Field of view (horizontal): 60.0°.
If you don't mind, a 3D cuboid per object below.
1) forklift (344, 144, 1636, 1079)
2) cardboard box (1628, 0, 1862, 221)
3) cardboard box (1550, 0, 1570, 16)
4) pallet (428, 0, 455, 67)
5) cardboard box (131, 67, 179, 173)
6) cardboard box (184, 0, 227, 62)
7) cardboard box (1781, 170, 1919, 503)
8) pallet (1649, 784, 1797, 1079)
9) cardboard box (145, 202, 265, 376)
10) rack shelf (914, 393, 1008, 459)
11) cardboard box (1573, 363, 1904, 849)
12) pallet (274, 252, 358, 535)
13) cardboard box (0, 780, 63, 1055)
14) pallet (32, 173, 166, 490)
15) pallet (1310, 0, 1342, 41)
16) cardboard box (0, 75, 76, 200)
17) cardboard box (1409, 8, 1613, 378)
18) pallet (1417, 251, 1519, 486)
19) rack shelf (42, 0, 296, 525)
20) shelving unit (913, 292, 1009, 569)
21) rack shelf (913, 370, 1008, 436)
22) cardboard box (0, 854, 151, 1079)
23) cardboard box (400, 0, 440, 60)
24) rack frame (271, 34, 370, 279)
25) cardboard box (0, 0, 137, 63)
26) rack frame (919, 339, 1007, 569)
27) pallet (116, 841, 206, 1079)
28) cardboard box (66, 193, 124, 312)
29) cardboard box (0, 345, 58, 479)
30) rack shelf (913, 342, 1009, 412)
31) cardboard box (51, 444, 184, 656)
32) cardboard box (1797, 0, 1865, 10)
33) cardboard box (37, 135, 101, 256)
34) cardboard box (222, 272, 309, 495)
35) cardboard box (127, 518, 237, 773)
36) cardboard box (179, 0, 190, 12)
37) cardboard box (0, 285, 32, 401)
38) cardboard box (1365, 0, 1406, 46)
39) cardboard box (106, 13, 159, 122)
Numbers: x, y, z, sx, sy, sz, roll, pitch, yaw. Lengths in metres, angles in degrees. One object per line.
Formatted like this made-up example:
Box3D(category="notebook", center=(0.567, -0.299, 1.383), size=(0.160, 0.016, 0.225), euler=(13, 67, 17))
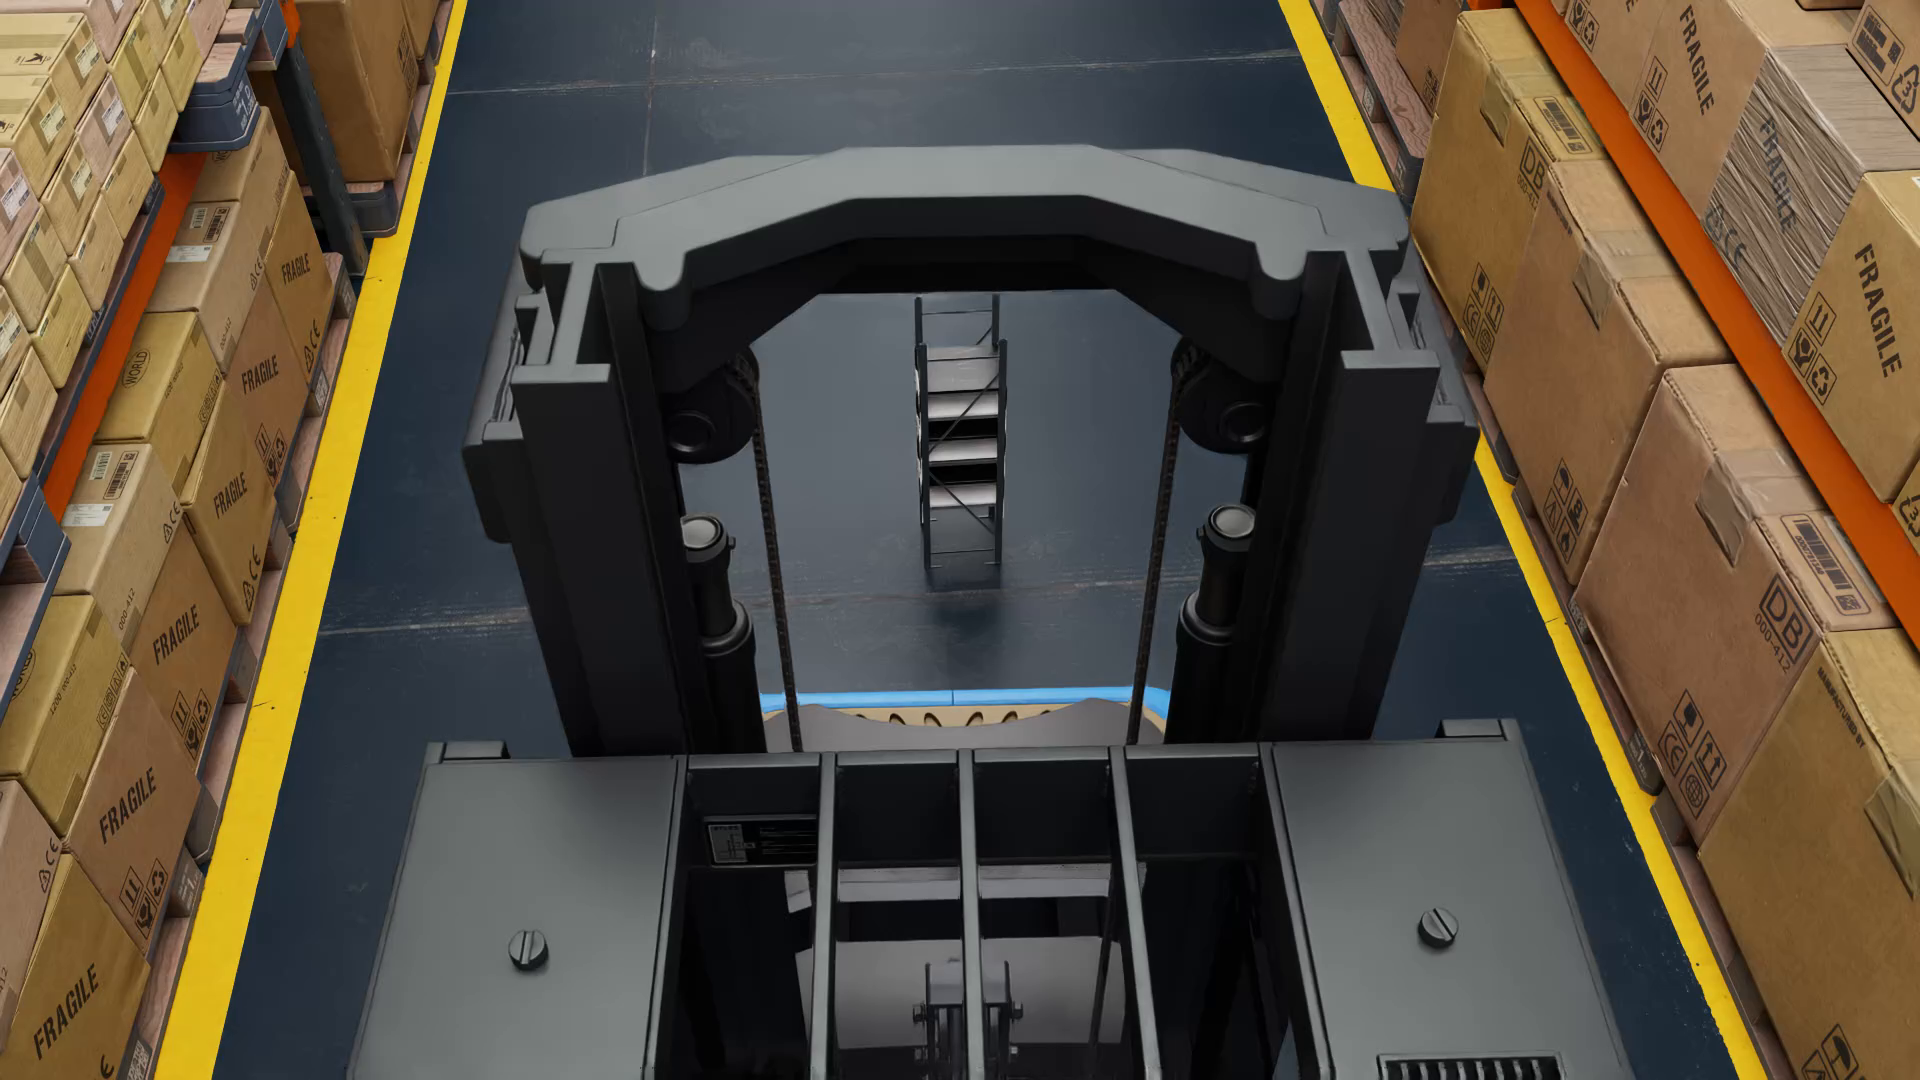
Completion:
Box3D(category="forklift", center=(0.024, 1.115, 2.175), size=(1.130, 2.935, 3.031), euler=(-1, 47, -1))
Box3D(category="cardboard box", center=(2.100, -1.168, 4.221), size=(0.500, 0.500, 0.500), euler=(-4, 47, -4))
Box3D(category="cardboard box", center=(2.008, -1.911, 4.925), size=(0.500, 0.500, 0.500), euler=(-2, 47, -2))
Box3D(category="pallet", center=(-2.802, -2.514, 7.485), size=(1.003, 0.211, 1.213), euler=(-3, 47, -3))
Box3D(category="cardboard box", center=(-2.131, -1.005, 4.020), size=(0.380, 0.149, 0.250), euler=(-5, 47, -5))
Box3D(category="cardboard box", center=(-2.172, -1.380, 4.375), size=(0.380, 0.149, 0.250), euler=(-3, 47, -3))
Box3D(category="cardboard box", center=(2.177, -0.443, 3.535), size=(0.500, 0.500, 0.500), euler=(-4, 47, -4))
Box3D(category="pallet", center=(2.434, 1.054, 4.106), size=(1.003, 0.211, 1.213), euler=(-3, 47, -3))
Box3D(category="cardboard box", center=(-2.340, -0.716, 4.778), size=(0.500, 0.250, 0.500), euler=(-3, 47, -3))
Box3D(category="rack shelf", center=(0.001, -0.343, 4.877), size=(0.258, 0.077, 0.200), euler=(-3, 47, -3))
Box3D(category="cardboard box", center=(2.425, 0.127, 4.238), size=(1.225, 0.875, 0.875), euler=(-5, 47, -5))
Box3D(category="pallet", center=(-2.648, -0.492, 5.571), size=(1.003, 0.211, 1.213), euler=(-3, 47, -3))
Box3D(category="cardboard box", center=(-2.176, 0.784, 3.358), size=(0.500, 0.250, 0.500), euler=(-5, 47, -5))
Box3D(category="pallet", center=(-2.506, -0.521, 3.810), size=(1.003, 0.211, 1.213), euler=(-3, 47, -3))
Box3D(category="pallet", center=(2.076, -2.732, 7.692), size=(1.003, 0.211, 1.213), euler=(-3, 47, -3))
Box3D(category="cardboard box", center=(-2.087, -0.829, 3.443), size=(0.380, 0.149, 0.250), euler=(-2, 47, -2))
Box3D(category="cardboard box", center=(2.276, -1.158, 5.455), size=(1.225, 0.875, 0.875), euler=(-5, 47, -5))
Box3D(category="pallet", center=(2.230, -0.711, 5.778), size=(1.003, 0.211, 1.213), euler=(-3, 47, -3))
Box3D(category="rack shelf", center=(-2.545, -0.322, 3.985), size=(1.077, 0.370, 4.000), euler=(-3, 47, -3))
Box3D(category="shelving unit", center=(0.001, -0.304, 4.918), size=(0.258, 0.900, 0.210), euler=(-3, 47, -3))
Box3D(category="rack shelf", center=(0.001, -0.404, 4.811), size=(0.258, 0.077, 0.200), euler=(-3, 47, -3))
Box3D(category="cardboard box", center=(-2.175, 1.042, 3.630), size=(0.500, 0.500, 0.500), euler=(-2, 47, -2))
Box3D(category="cardboard box", center=(-2.750, -2.466, 6.780), size=(1.050, 0.750, 0.750), euler=(-3, 47, -3))
Box3D(category="rack frame", center=(-2.712, -2.017, 5.094), size=(1.000, 3.000, 0.127), euler=(-3, 47, -3))
Box3D(category="cardboard box", center=(-2.133, -1.214, 3.807), size=(0.380, 0.149, 0.250), euler=(-3, 47, -3))
Box3D(category="rack frame", center=(0.009, -0.230, 4.848), size=(0.240, 0.900, 0.006), euler=(-3, 47, -3))
Box3D(category="pallet", center=(-2.444, 1.273, 3.899), size=(1.003, 0.211, 1.213), euler=(-3, 47, -3))
Box3D(category="cardboard box", center=(-2.085, -0.621, 3.656), size=(0.380, 0.149, 0.250), euler=(-5, 47, -5))
Box3D(category="cardboard box", center=(-2.040, -0.241, 3.296), size=(0.380, 0.149, 0.250), euler=(-5, 47, -5))
Box3D(category="rack shelf", center=(0.001, -0.466, 4.746), size=(0.258, 0.077, 0.200), euler=(-3, 47, -3))
Box3D(category="cardboard box", center=(-2.261, 0.029, 4.072), size=(0.500, 0.250, 0.500), euler=(-2, 47, -2))
Box3D(category="cardboard box", center=(2.336, -1.623, 3.961), size=(0.797, 0.503, 0.637), euler=(-3, 47, -2))
Box3D(category="cardboard box", center=(-2.085, -0.727, 3.552), size=(0.380, 0.149, 0.250), euler=(-4, 47, -4))
Box3D(category="cardboard box", center=(-2.357, -0.466, 5.057), size=(0.500, 0.500, 0.500), euler=(-2, 47, -2))
Box3D(category="cardboard box", center=(-2.278, 0.281, 4.351), size=(0.500, 0.500, 0.500), euler=(-3, 47, -3))
Box3D(category="cardboard box", center=(-2.168, -1.464, 4.250), size=(0.380, 0.149, 0.250), euler=(-2, 47, -2))
Box3D(category="cardboard box", center=(-2.045, -0.353, 3.198), size=(0.380, 0.149, 0.250), euler=(-2, 47, -2))
Box3D(category="cardboard box", center=(2.104, -2.421, 6.896), size=(0.700, 0.500, 0.500), euler=(-7, 47, -7))
Box3D(category="cardboard box", center=(-2.129, -1.103, 3.907), size=(0.380, 0.149, 0.250), euler=(-4, 47, -4))
